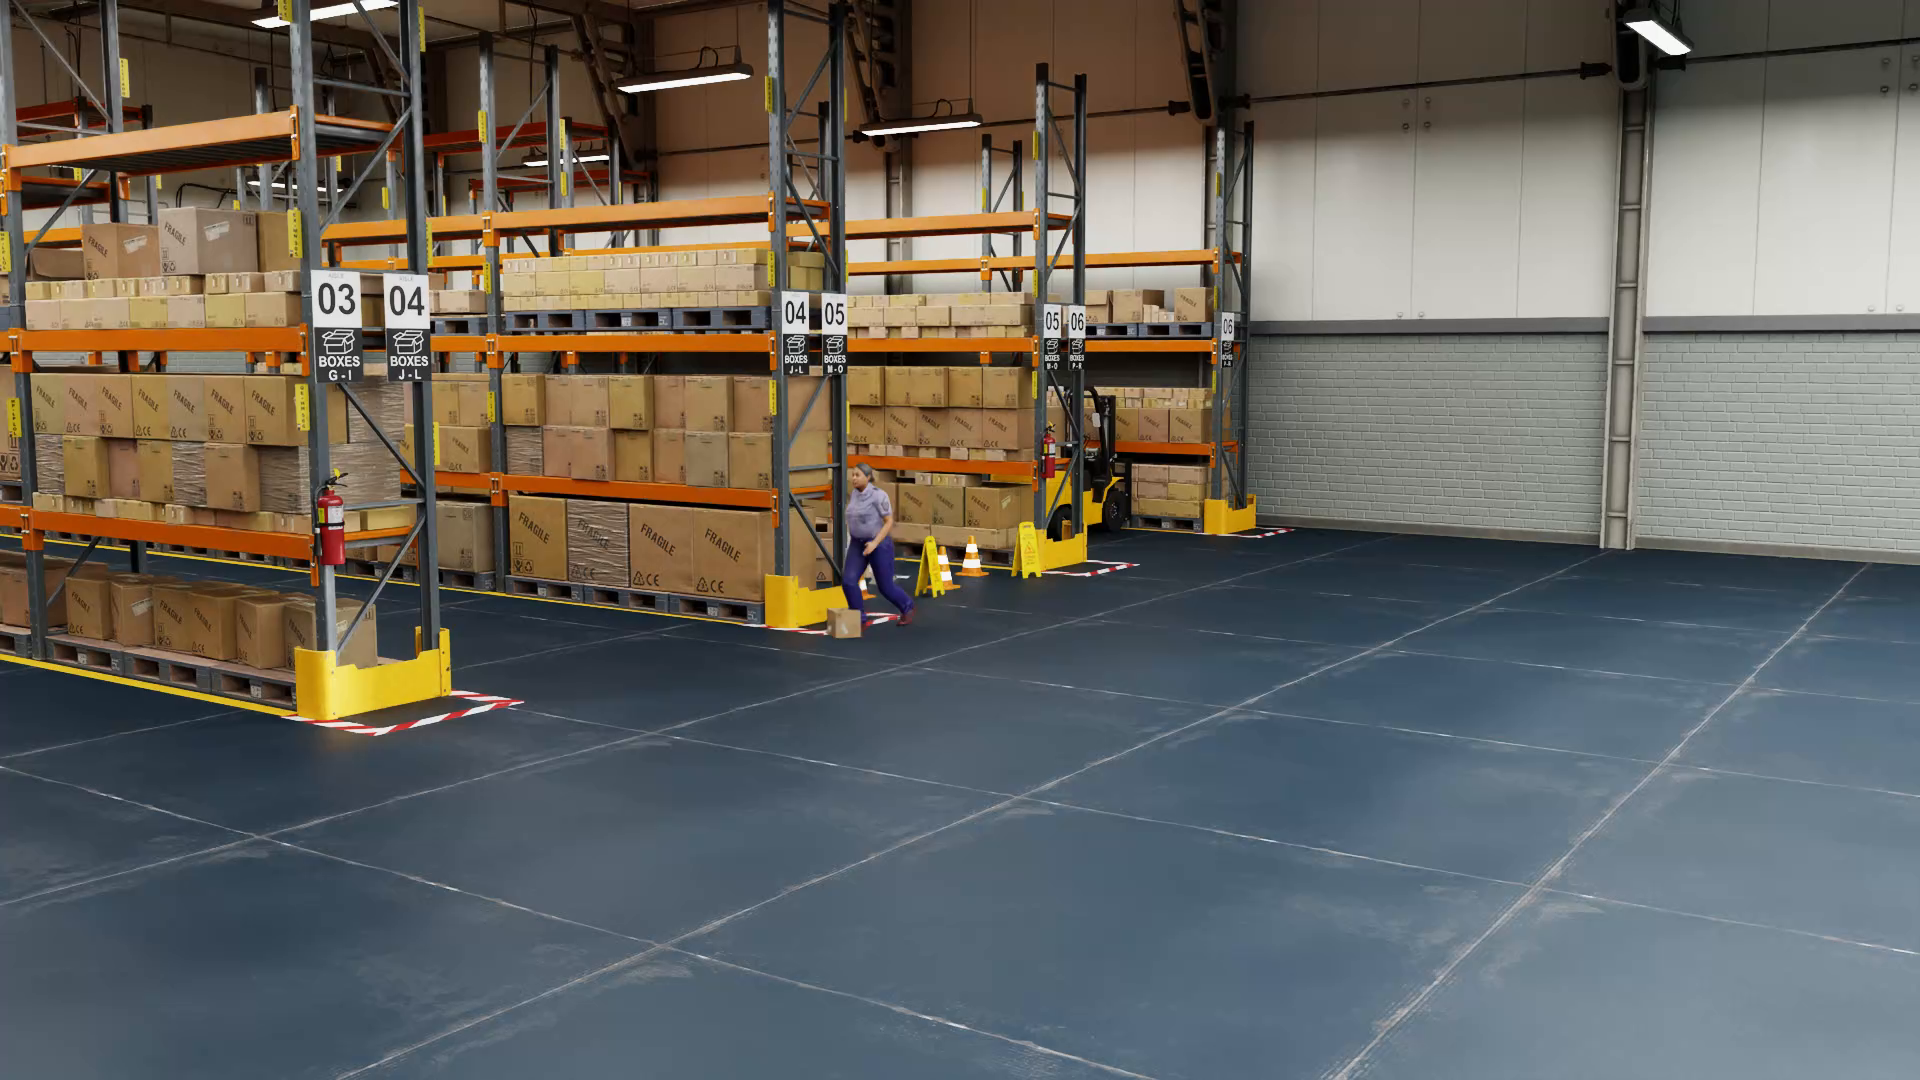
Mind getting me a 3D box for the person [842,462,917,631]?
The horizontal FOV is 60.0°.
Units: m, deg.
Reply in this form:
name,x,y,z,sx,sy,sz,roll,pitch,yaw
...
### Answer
name,x,y,z,sx,sy,sz,roll,pitch,yaw
person,-0.780,0.079,15.523,0.580,1.627,0.794,4,8,35
